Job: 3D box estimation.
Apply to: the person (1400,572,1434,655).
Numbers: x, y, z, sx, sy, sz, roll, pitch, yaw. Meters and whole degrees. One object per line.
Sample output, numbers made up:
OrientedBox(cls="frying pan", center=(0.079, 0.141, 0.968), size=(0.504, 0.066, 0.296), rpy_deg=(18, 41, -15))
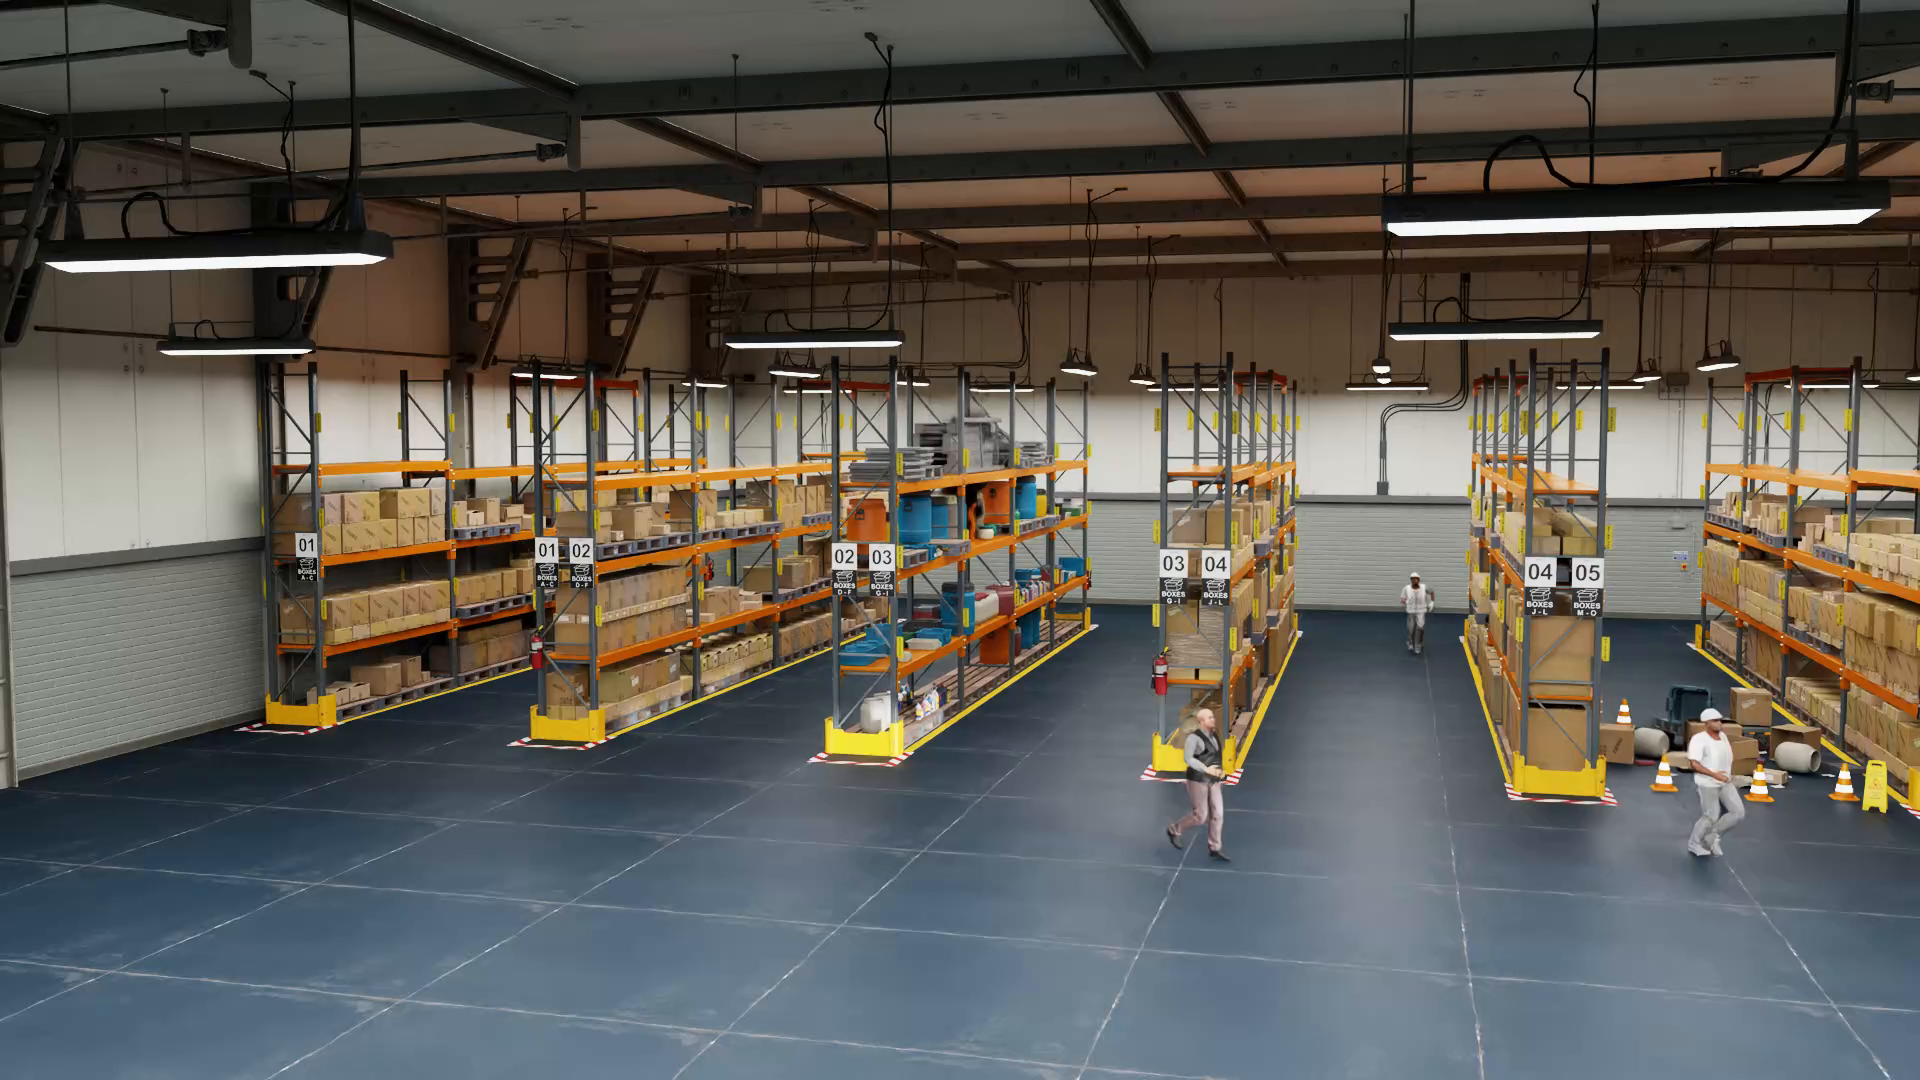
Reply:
OrientedBox(cls="person", center=(9.871, 1.583, 35.930), size=(0.692, 1.775, 0.874), rpy_deg=(1, 4, 19))

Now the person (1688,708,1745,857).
OrientedBox(cls="person", center=(8.679, 2.791, 19.091), size=(0.712, 1.725, 0.631), rpy_deg=(-2, 5, -27))

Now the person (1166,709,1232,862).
OrientedBox(cls="person", center=(2.791, 2.801, 19.189), size=(0.816, 1.732, 0.683), rpy_deg=(4, 5, 42))
